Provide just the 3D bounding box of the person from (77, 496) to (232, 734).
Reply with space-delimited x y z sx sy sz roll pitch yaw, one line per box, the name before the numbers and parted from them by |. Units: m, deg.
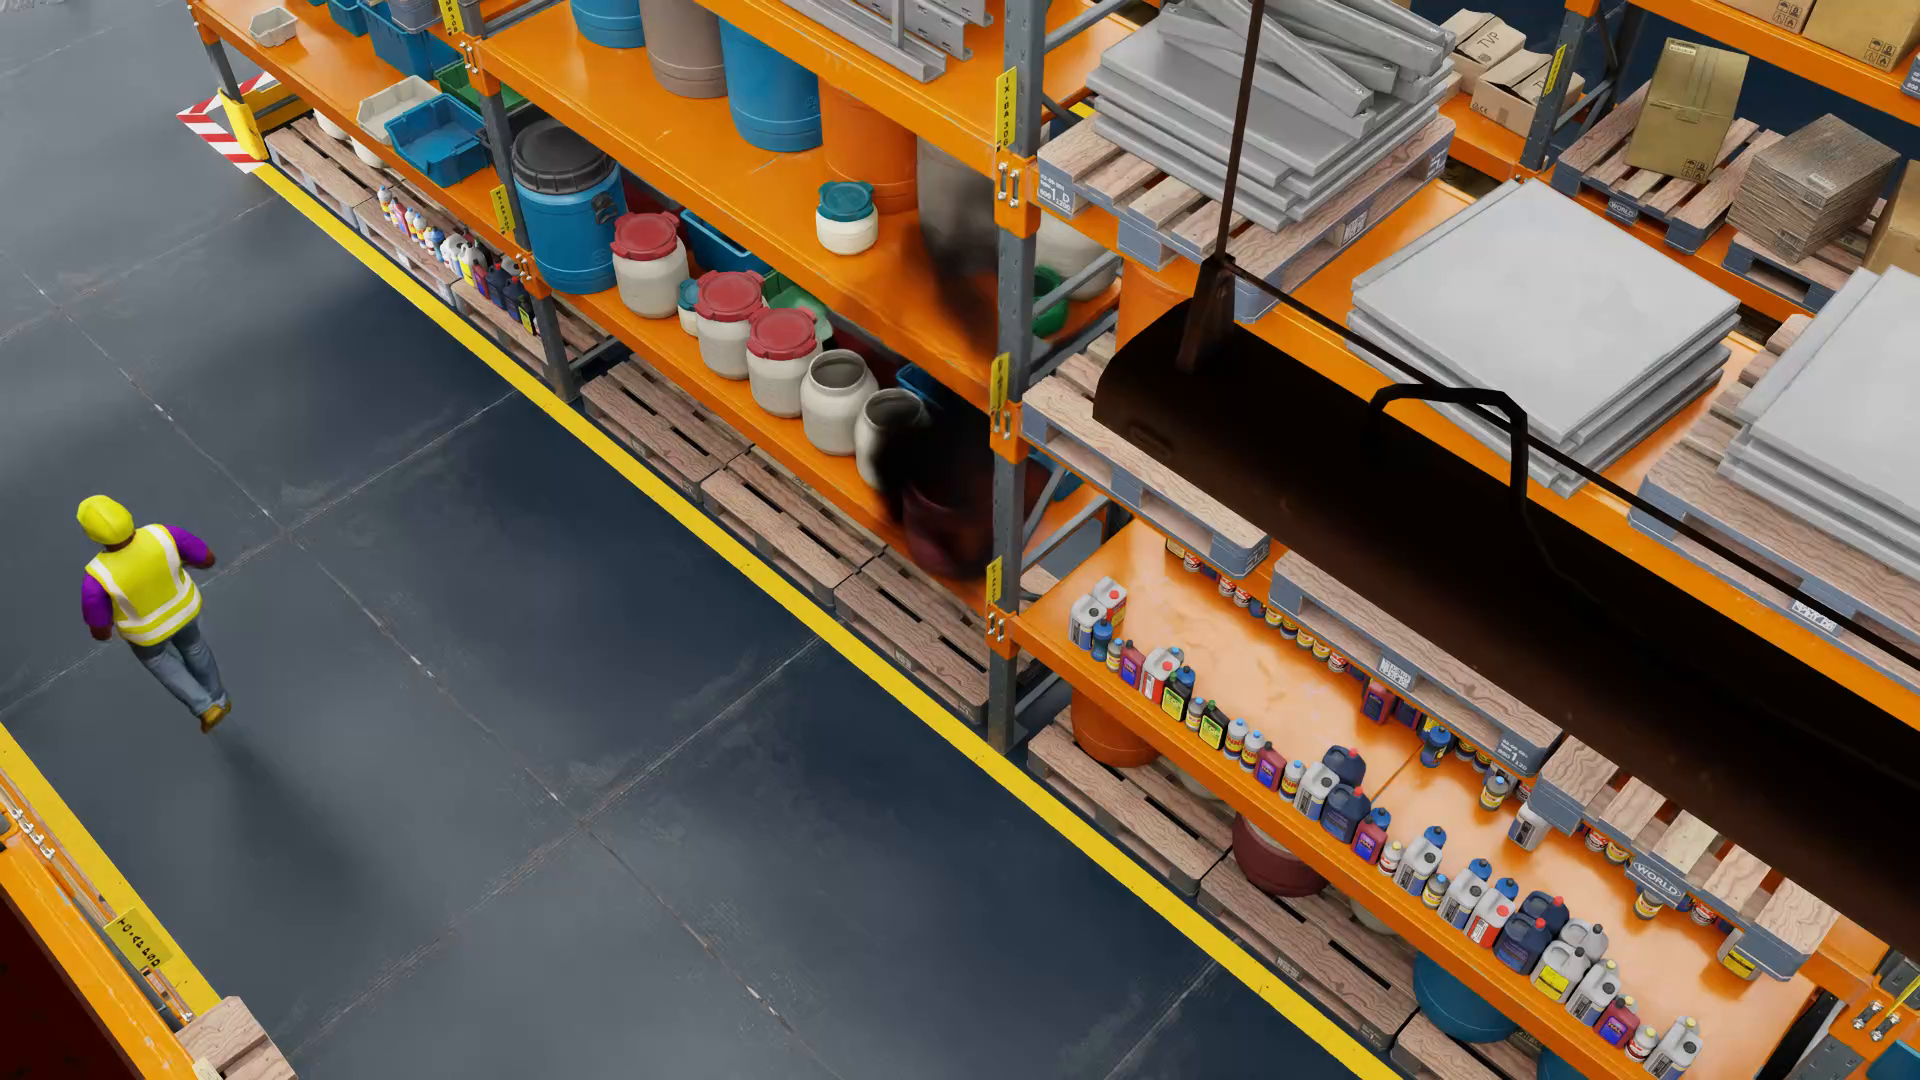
person | -4.138 0.369 8.582 0.558 1.732 0.696 34 58 25
